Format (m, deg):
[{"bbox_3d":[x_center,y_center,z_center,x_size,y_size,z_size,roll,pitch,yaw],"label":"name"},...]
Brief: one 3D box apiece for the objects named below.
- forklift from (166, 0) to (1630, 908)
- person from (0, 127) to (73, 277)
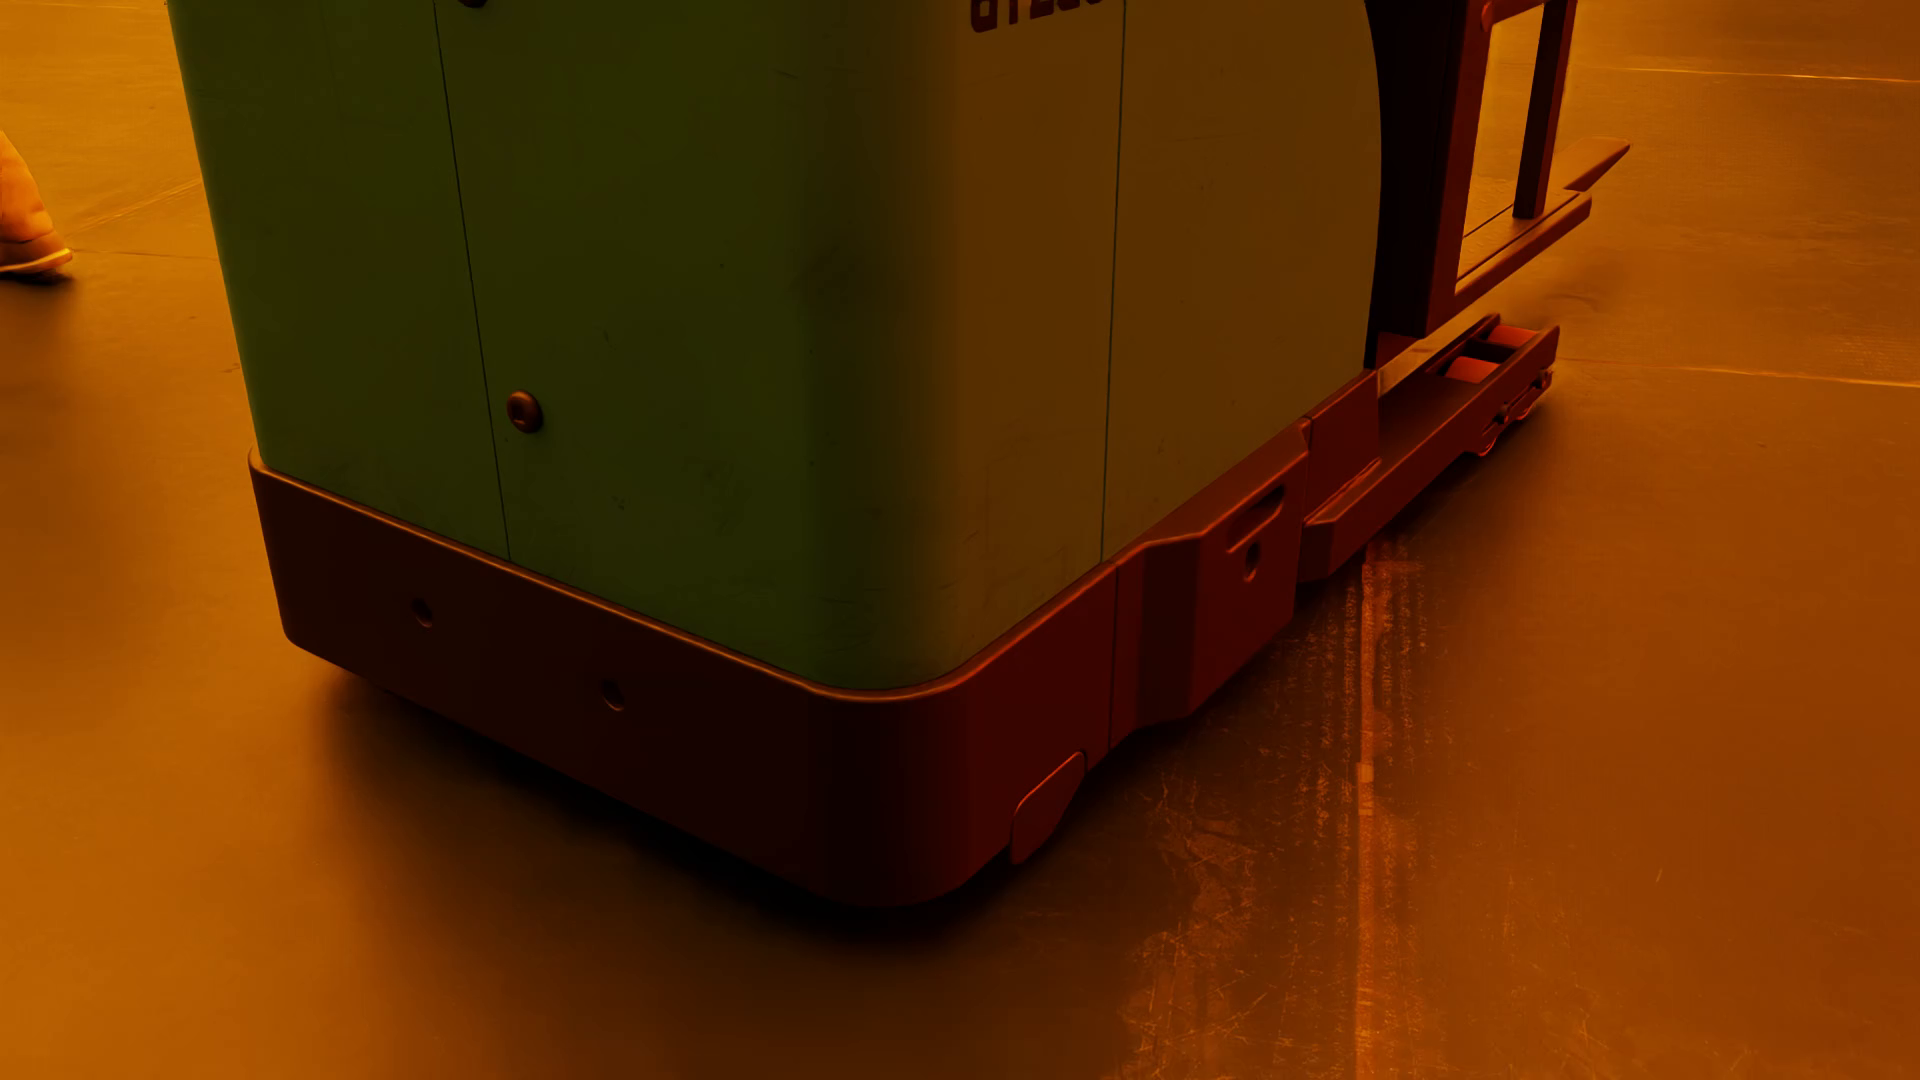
[{"bbox_3d":[0.391,-1.558,2.335,1.130,2.935,3.031,18,32,31],"label":"forklift"},{"bbox_3d":[-2.137,-1.254,3.200,0.733,1.691,0.723,3,27,5],"label":"person"}]
